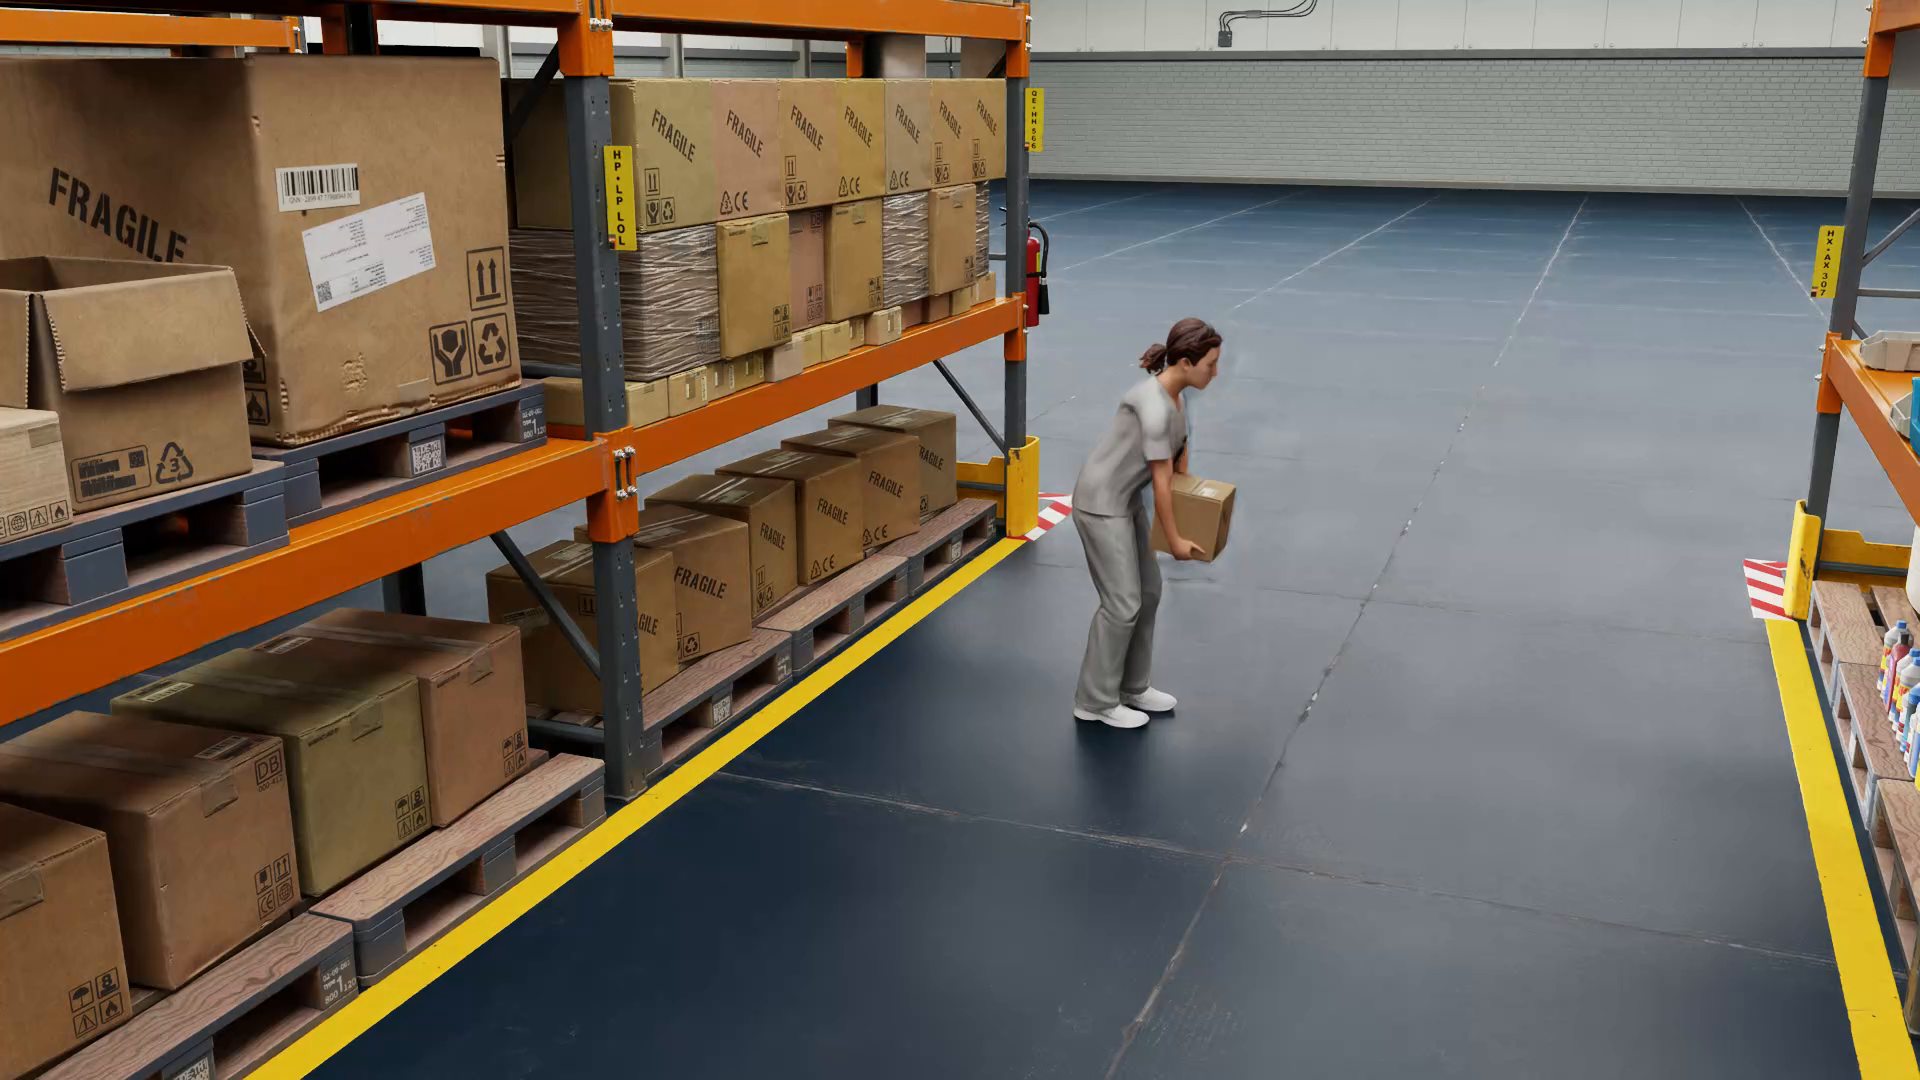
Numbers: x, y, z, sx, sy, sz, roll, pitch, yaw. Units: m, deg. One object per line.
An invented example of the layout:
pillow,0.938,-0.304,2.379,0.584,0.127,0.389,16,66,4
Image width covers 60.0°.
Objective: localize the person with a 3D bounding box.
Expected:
person,0.714,-0.070,6.438,0.546,1.597,0.404,6,16,20
